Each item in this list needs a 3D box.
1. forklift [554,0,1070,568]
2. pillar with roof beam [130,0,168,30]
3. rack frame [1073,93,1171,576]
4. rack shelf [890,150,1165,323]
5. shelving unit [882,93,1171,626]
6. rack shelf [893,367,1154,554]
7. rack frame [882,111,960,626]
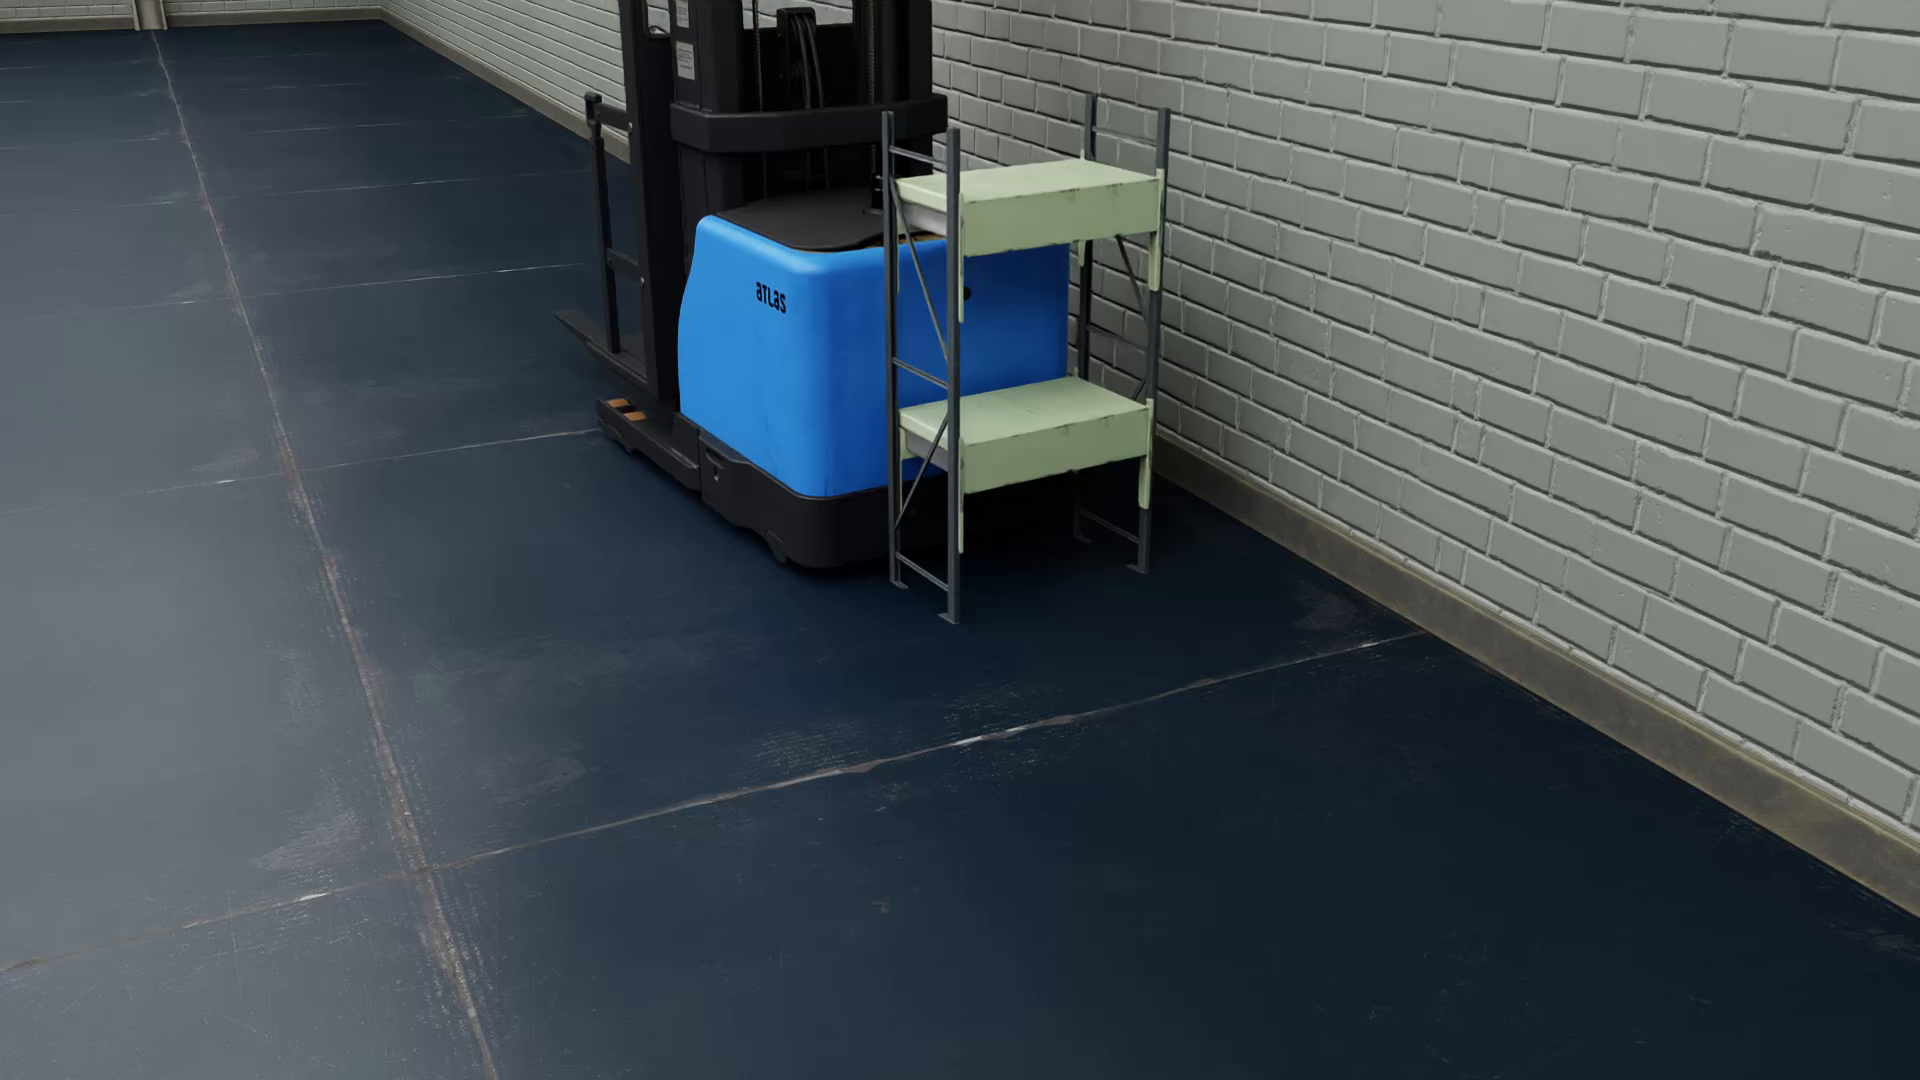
[{"bbox_3d":[-0.815,-1.780,6.218,1.130,2.935,3.031,-13,26,-29],"label":"forklift"},{"bbox_3d":[-9.004,-9.549,17.053,0.400,9.000,9.100,-10,25,-24],"label":"pillar with roof beam"},{"bbox_3d":[0.507,-0.642,5.341,0.023,1.500,0.400,-13,26,-29],"label":"rack frame"},{"bbox_3d":[0.196,-0.929,5.013,0.720,0.370,0.431,-13,26,-29],"label":"rack shelf"},{"bbox_3d":[0.196,-0.568,5.162,0.755,1.500,0.431,-13,26,-29],"label":"shelving unit"},{"bbox_3d":[0.196,-0.267,5.287,0.720,0.370,0.431,-13,26,-29],"label":"rack shelf"},{"bbox_3d":[-0.115,-0.495,4.984,0.023,1.500,0.400,-13,26,-29],"label":"rack frame"}]
